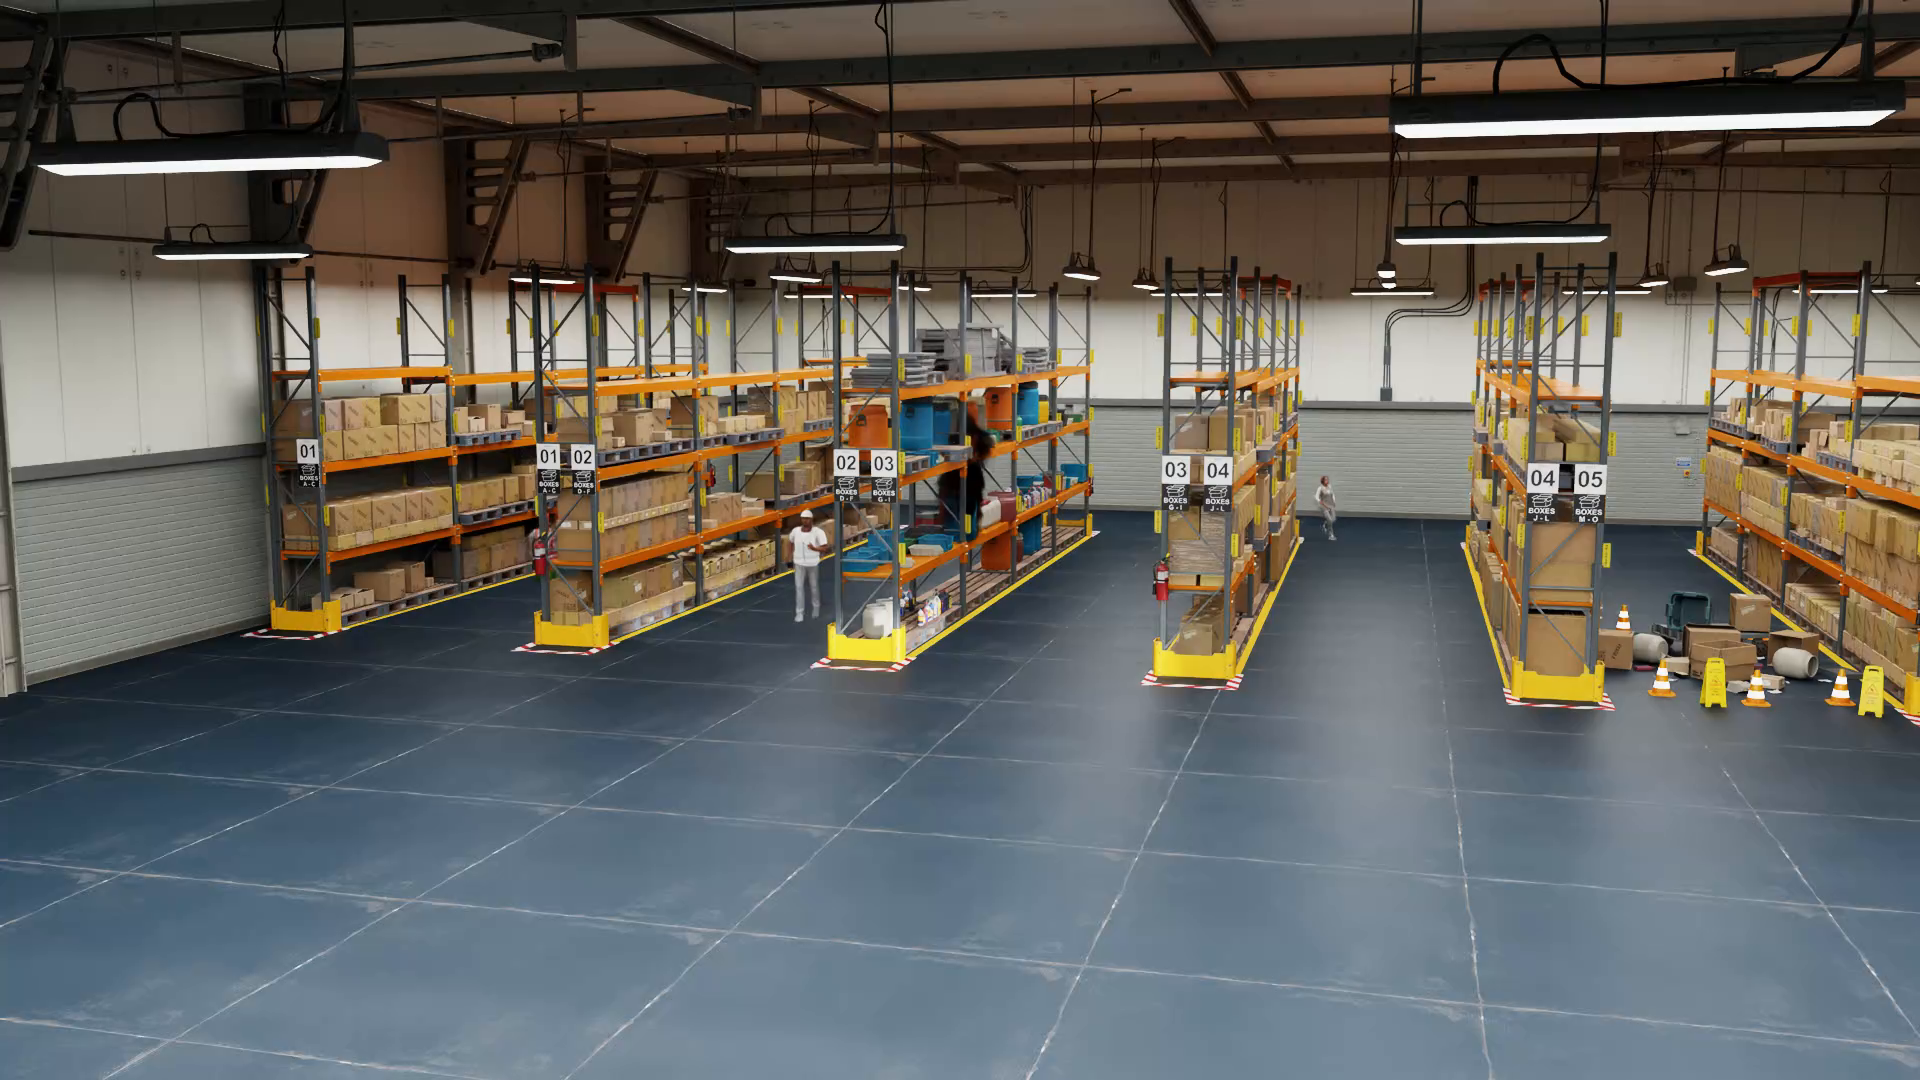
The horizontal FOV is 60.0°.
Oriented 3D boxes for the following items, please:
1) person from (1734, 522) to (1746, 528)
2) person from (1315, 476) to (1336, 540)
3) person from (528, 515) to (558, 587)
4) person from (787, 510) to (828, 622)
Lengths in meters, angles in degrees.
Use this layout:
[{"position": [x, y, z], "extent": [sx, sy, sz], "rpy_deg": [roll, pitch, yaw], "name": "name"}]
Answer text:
[{"position": [17.785, -0.611, 37.790], "extent": [0.604, 1.709, 0.776], "rpy_deg": [-6, 9, -39], "name": "person"}, {"position": [8.679, -0.770, 39.500], "extent": [0.532, 1.529, 0.499], "rpy_deg": [-3, 8, -21], "name": "person"}, {"position": [-7.302, 0.423, 29.256], "extent": [0.608, 1.816, 0.747], "rpy_deg": [1, 7, 5], "name": "person"}, {"position": [-2.482, 0.413, 26.917], "extent": [0.700, 1.804, 0.920], "rpy_deg": [1, 7, 6], "name": "person"}]
